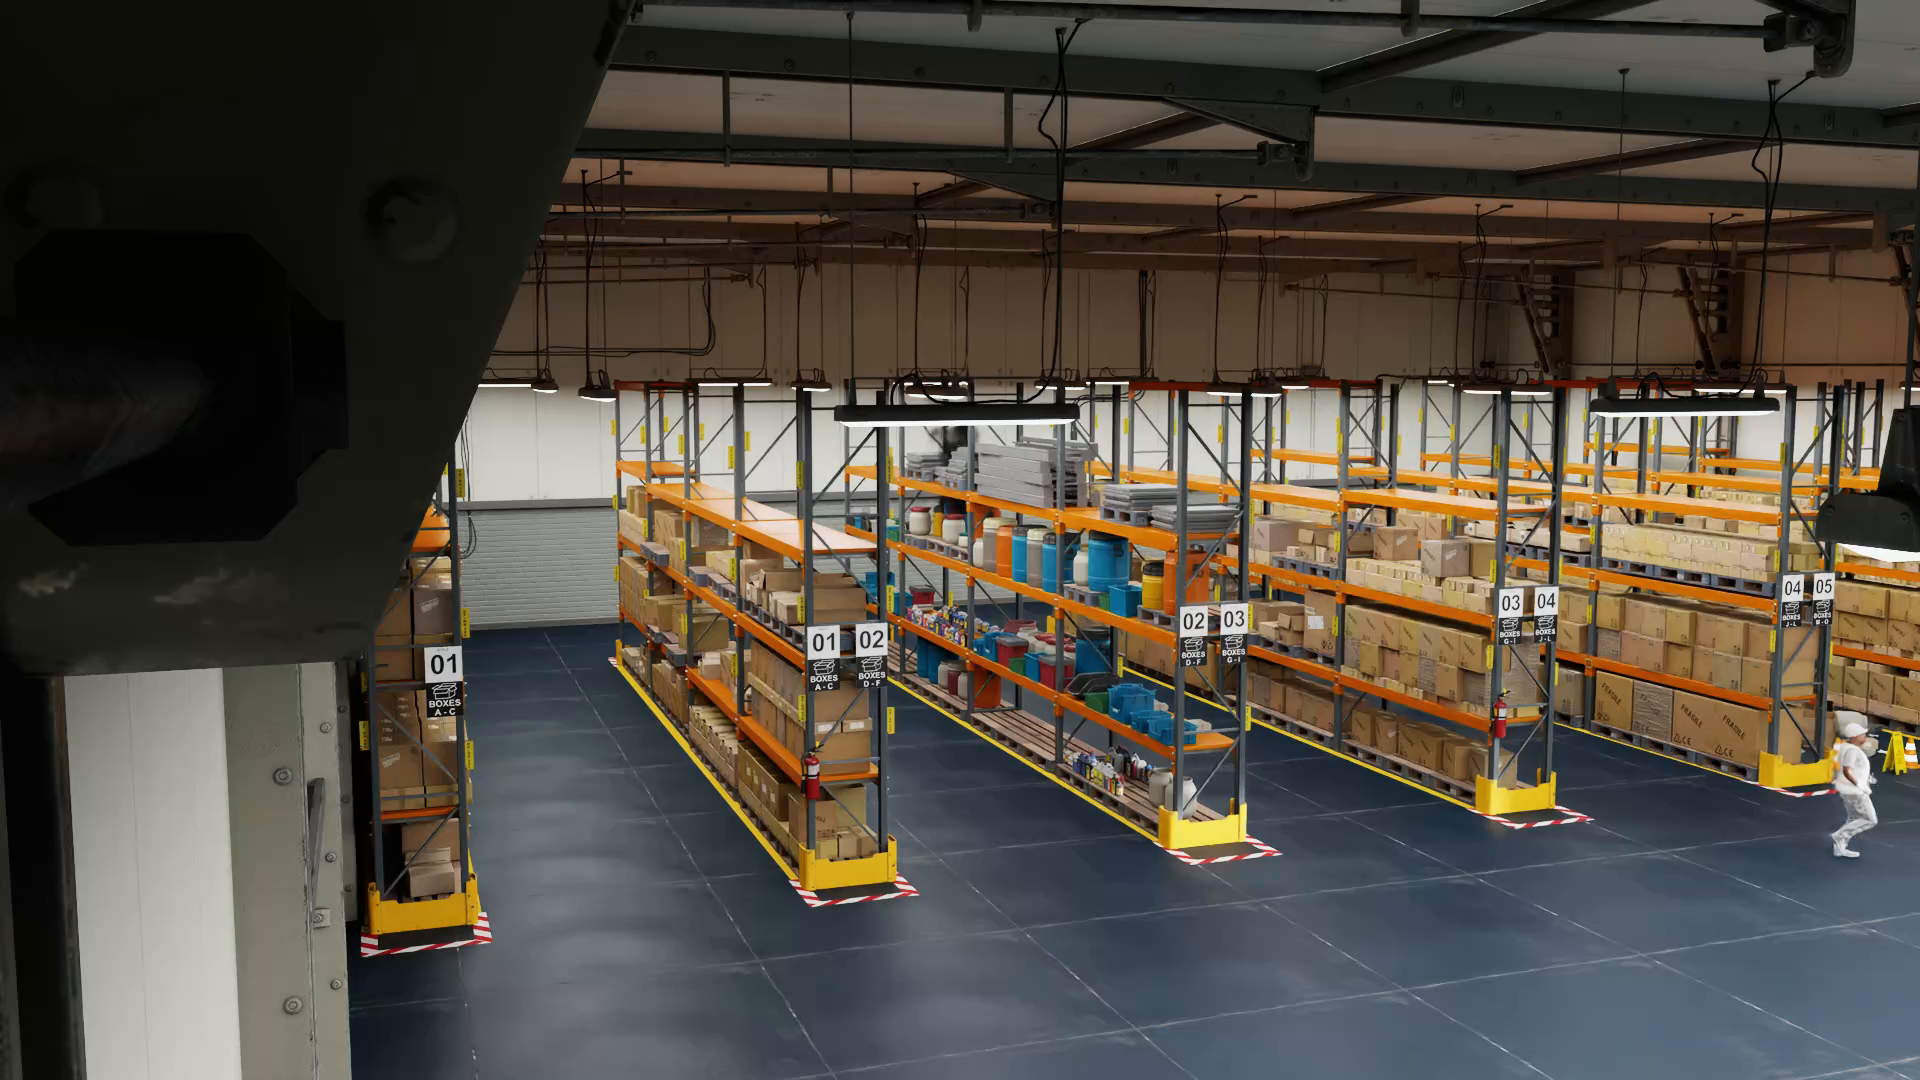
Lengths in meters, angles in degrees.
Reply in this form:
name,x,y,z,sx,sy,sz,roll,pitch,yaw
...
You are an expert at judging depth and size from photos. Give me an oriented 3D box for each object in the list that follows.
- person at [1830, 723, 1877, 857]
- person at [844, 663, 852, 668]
name,x,y,z,sx,sy,sz,roll,pitch,yaw
person,11.480,3.209,21.307,0.582,1.736,0.656,2,6,14
person,-2.124,2.132,29.832,0.572,1.528,0.560,-3,7,-30
